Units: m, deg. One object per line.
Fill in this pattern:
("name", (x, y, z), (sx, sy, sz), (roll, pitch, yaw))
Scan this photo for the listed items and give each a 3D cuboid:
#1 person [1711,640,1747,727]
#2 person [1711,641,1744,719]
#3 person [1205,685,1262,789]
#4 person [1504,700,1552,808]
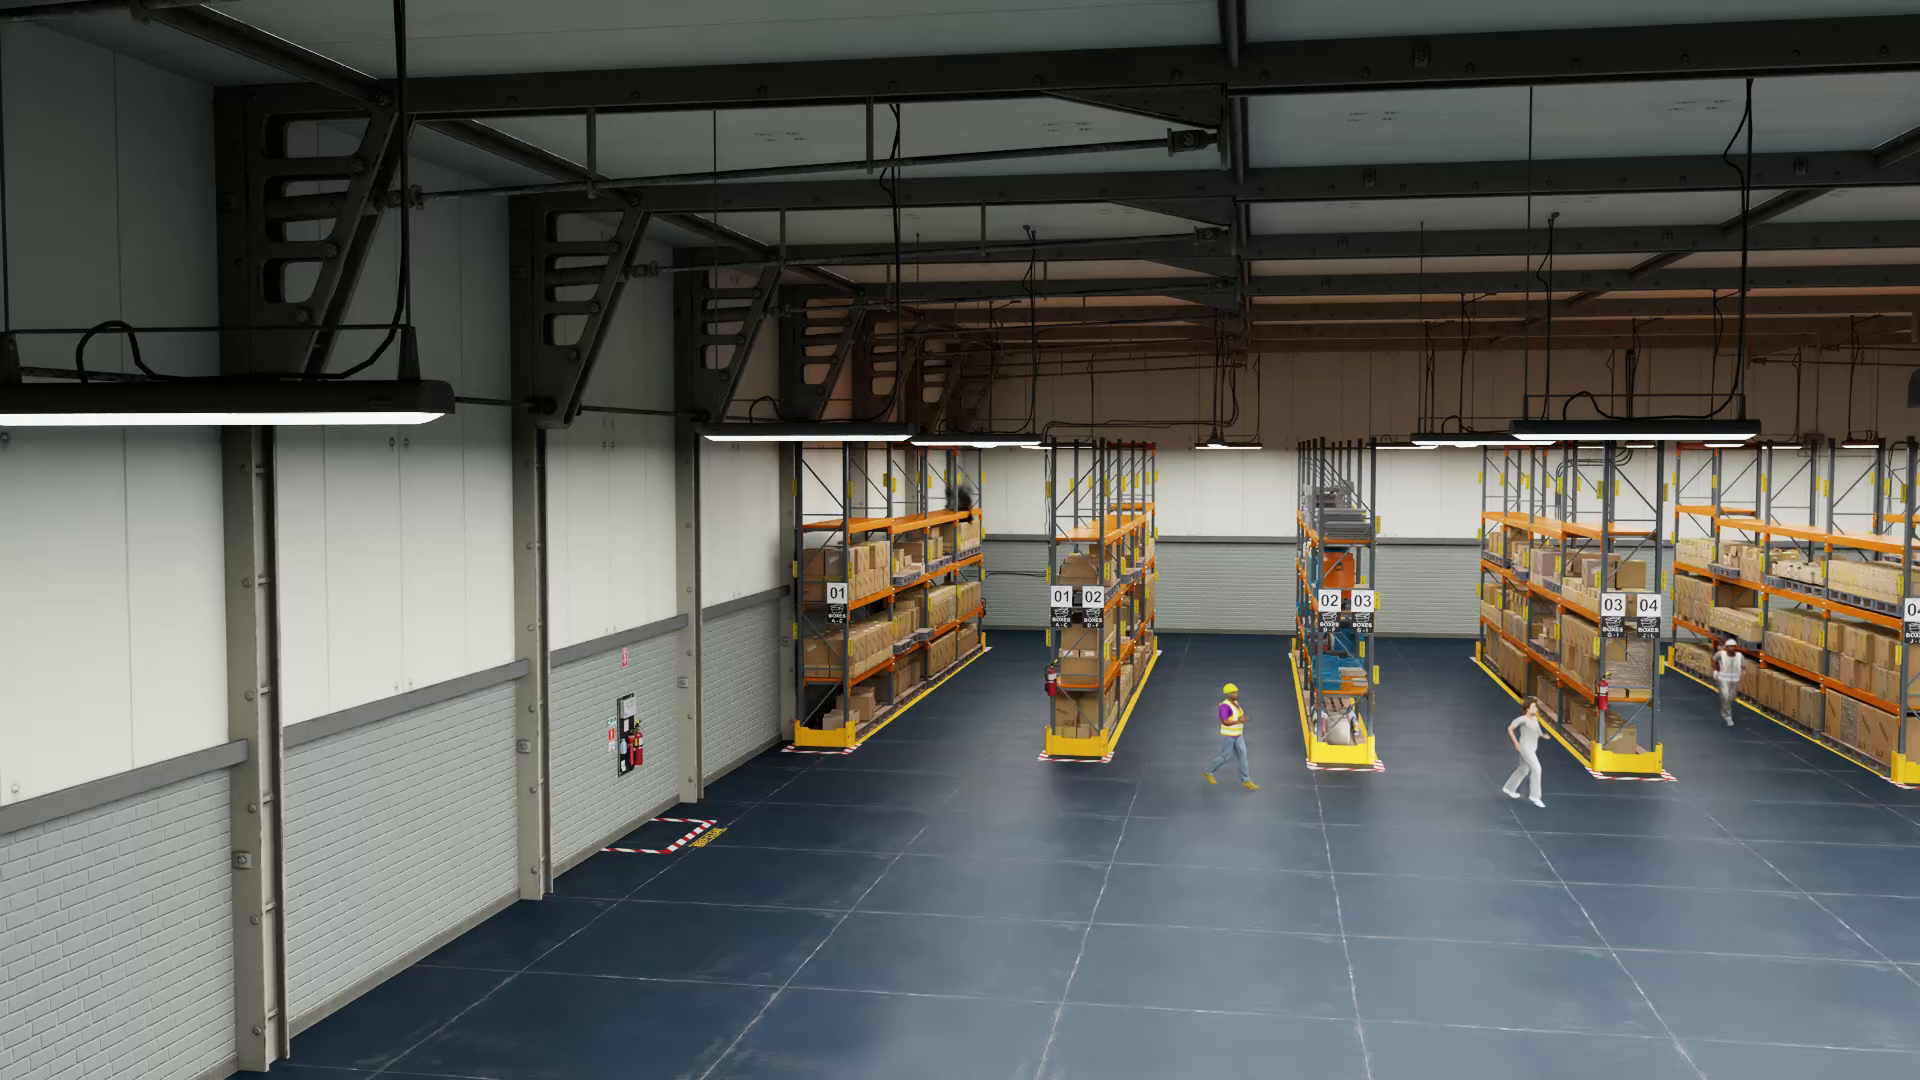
("person", (16.190, 2.977, 34.988), (0.637, 1.784, 1.000), (0, 3, 6))
("person", (16.508, 3.001, 35.781), (0.648, 1.677, 0.636), (1, 3, 10))
("person", (4.644, 3.322, 28.170), (0.987, 1.748, 0.703), (2, 4, 35))
("person", (9.276, 3.449, 27.094), (0.844, 1.704, 0.560), (3, 4, 43))
